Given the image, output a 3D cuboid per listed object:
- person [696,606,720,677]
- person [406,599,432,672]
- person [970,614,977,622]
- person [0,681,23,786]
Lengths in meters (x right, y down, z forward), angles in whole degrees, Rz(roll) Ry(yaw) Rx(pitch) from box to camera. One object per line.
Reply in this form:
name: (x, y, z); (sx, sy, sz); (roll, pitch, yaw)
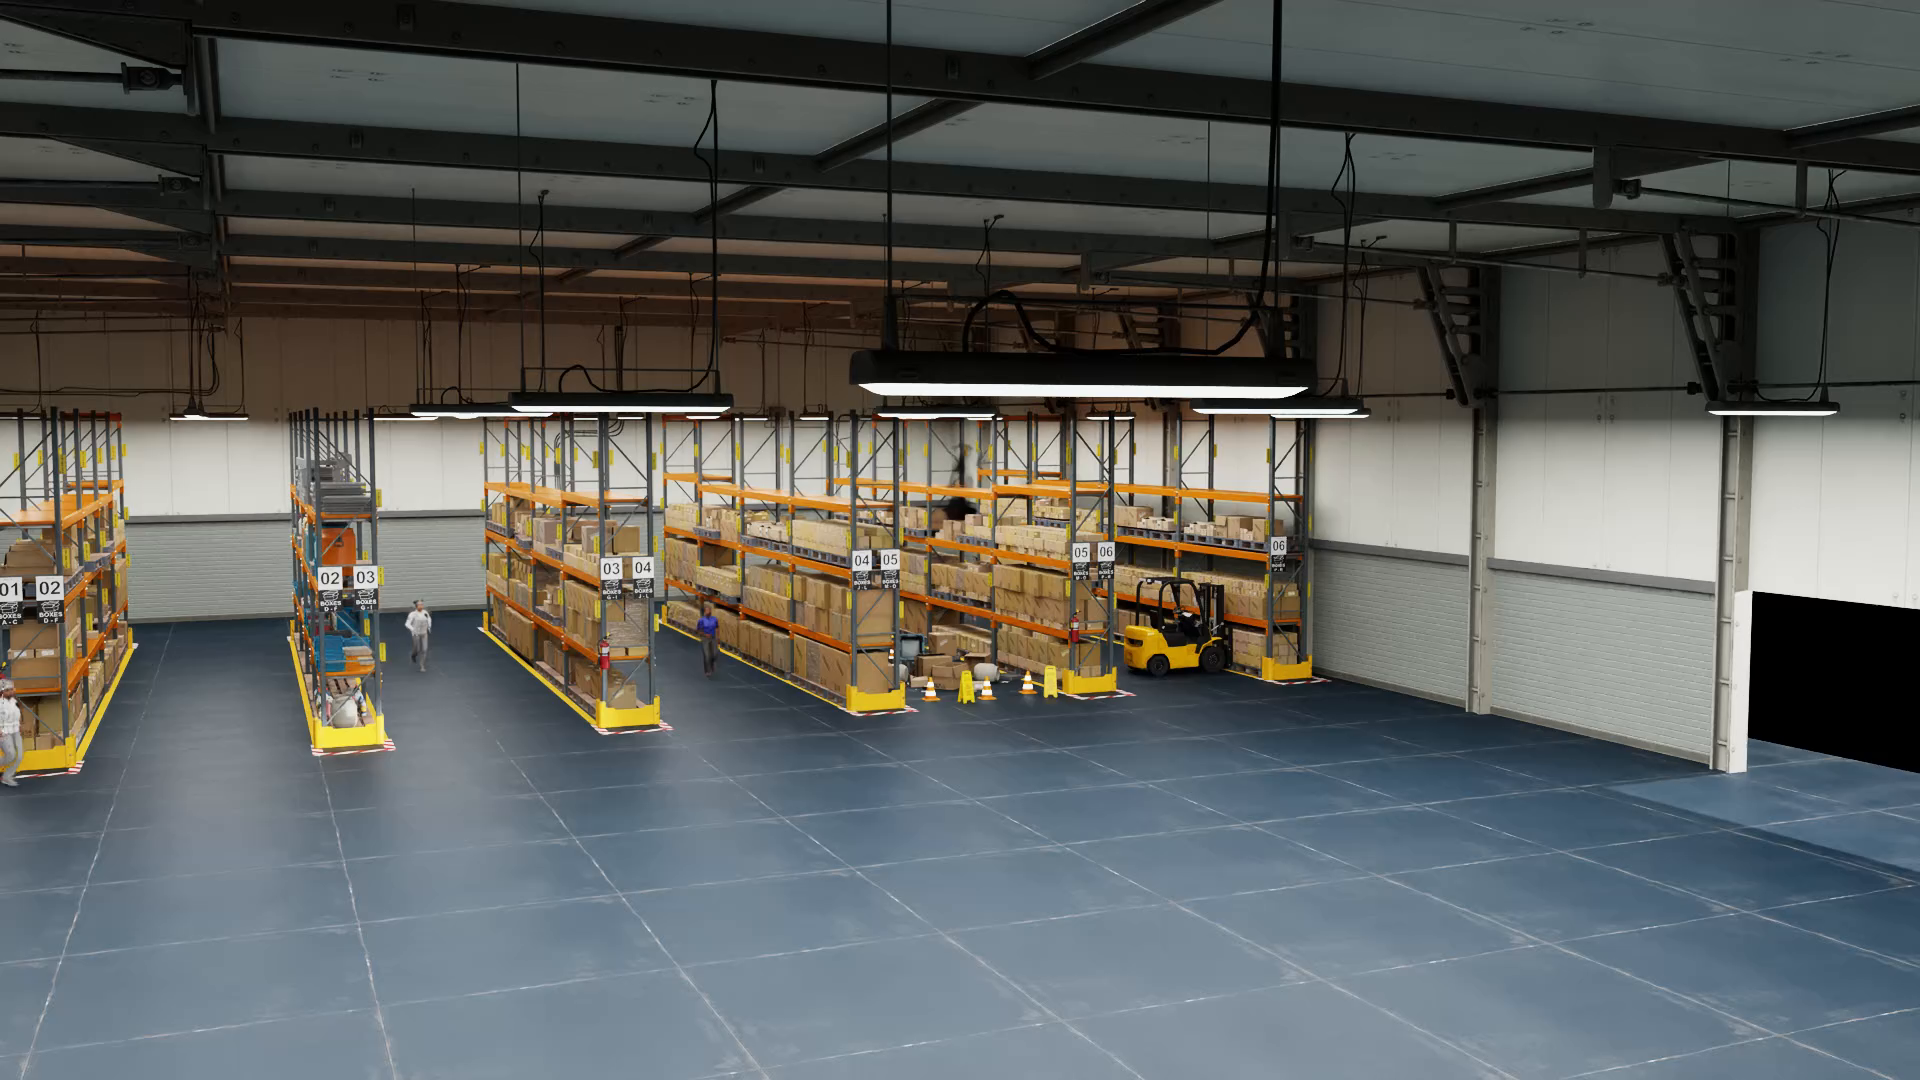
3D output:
person: (-5.650, 2.294, 37.532); (0.569, 1.617, 0.529); (-2, 4, -24)
person: (-12.570, 2.206, 38.673); (0.627, 1.690, 0.762); (-3, 5, -34)
person: (0.143, 1.564, 47.514); (0.580, 1.689, 0.847); (-2, 5, -31)
person: (-15.104, 3.063, 26.323); (0.523, 1.656, 0.580); (1, 4, 14)
